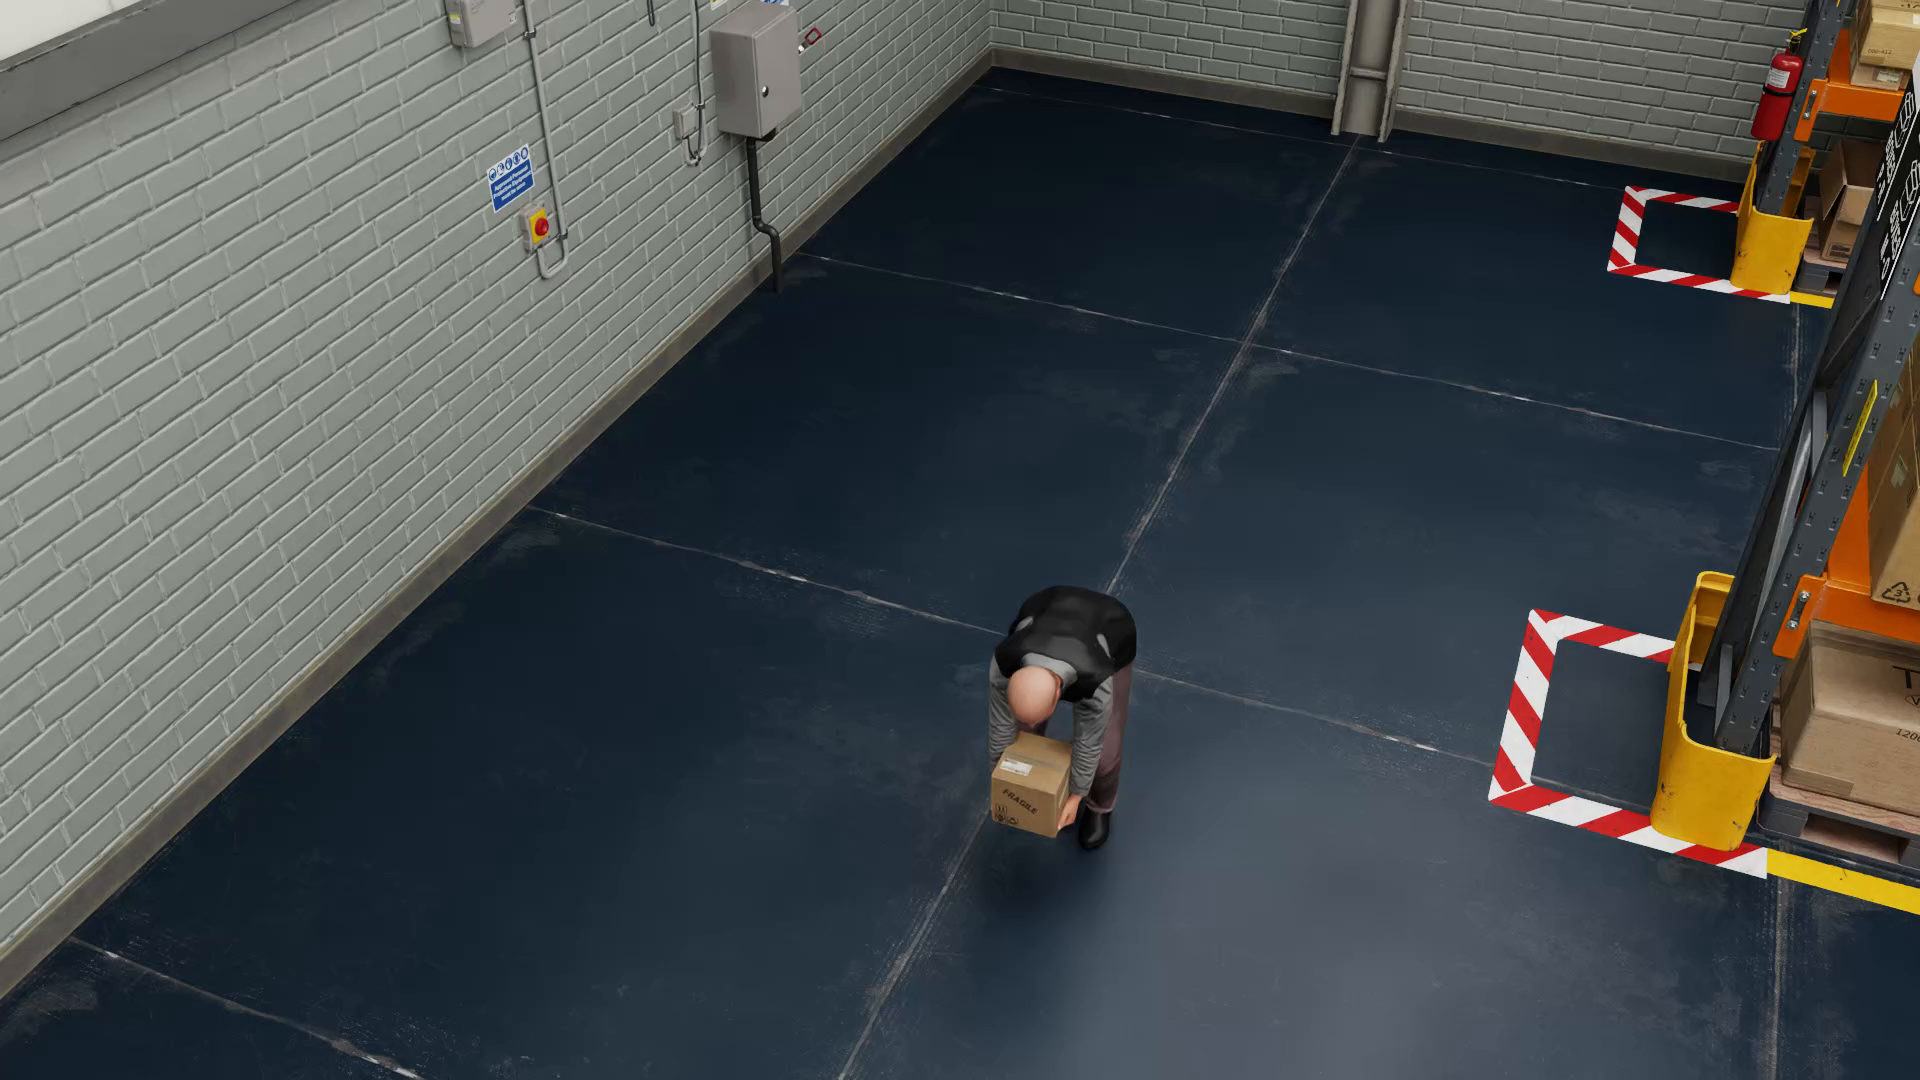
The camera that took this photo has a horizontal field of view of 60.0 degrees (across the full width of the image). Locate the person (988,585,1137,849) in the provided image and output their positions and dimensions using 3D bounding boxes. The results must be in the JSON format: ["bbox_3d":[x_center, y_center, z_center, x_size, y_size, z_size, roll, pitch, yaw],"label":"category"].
[{"bbox_3d":[0.360,0.742,6.260,0.475,1.245,0.897,13,39,16],"label":"person"}]
